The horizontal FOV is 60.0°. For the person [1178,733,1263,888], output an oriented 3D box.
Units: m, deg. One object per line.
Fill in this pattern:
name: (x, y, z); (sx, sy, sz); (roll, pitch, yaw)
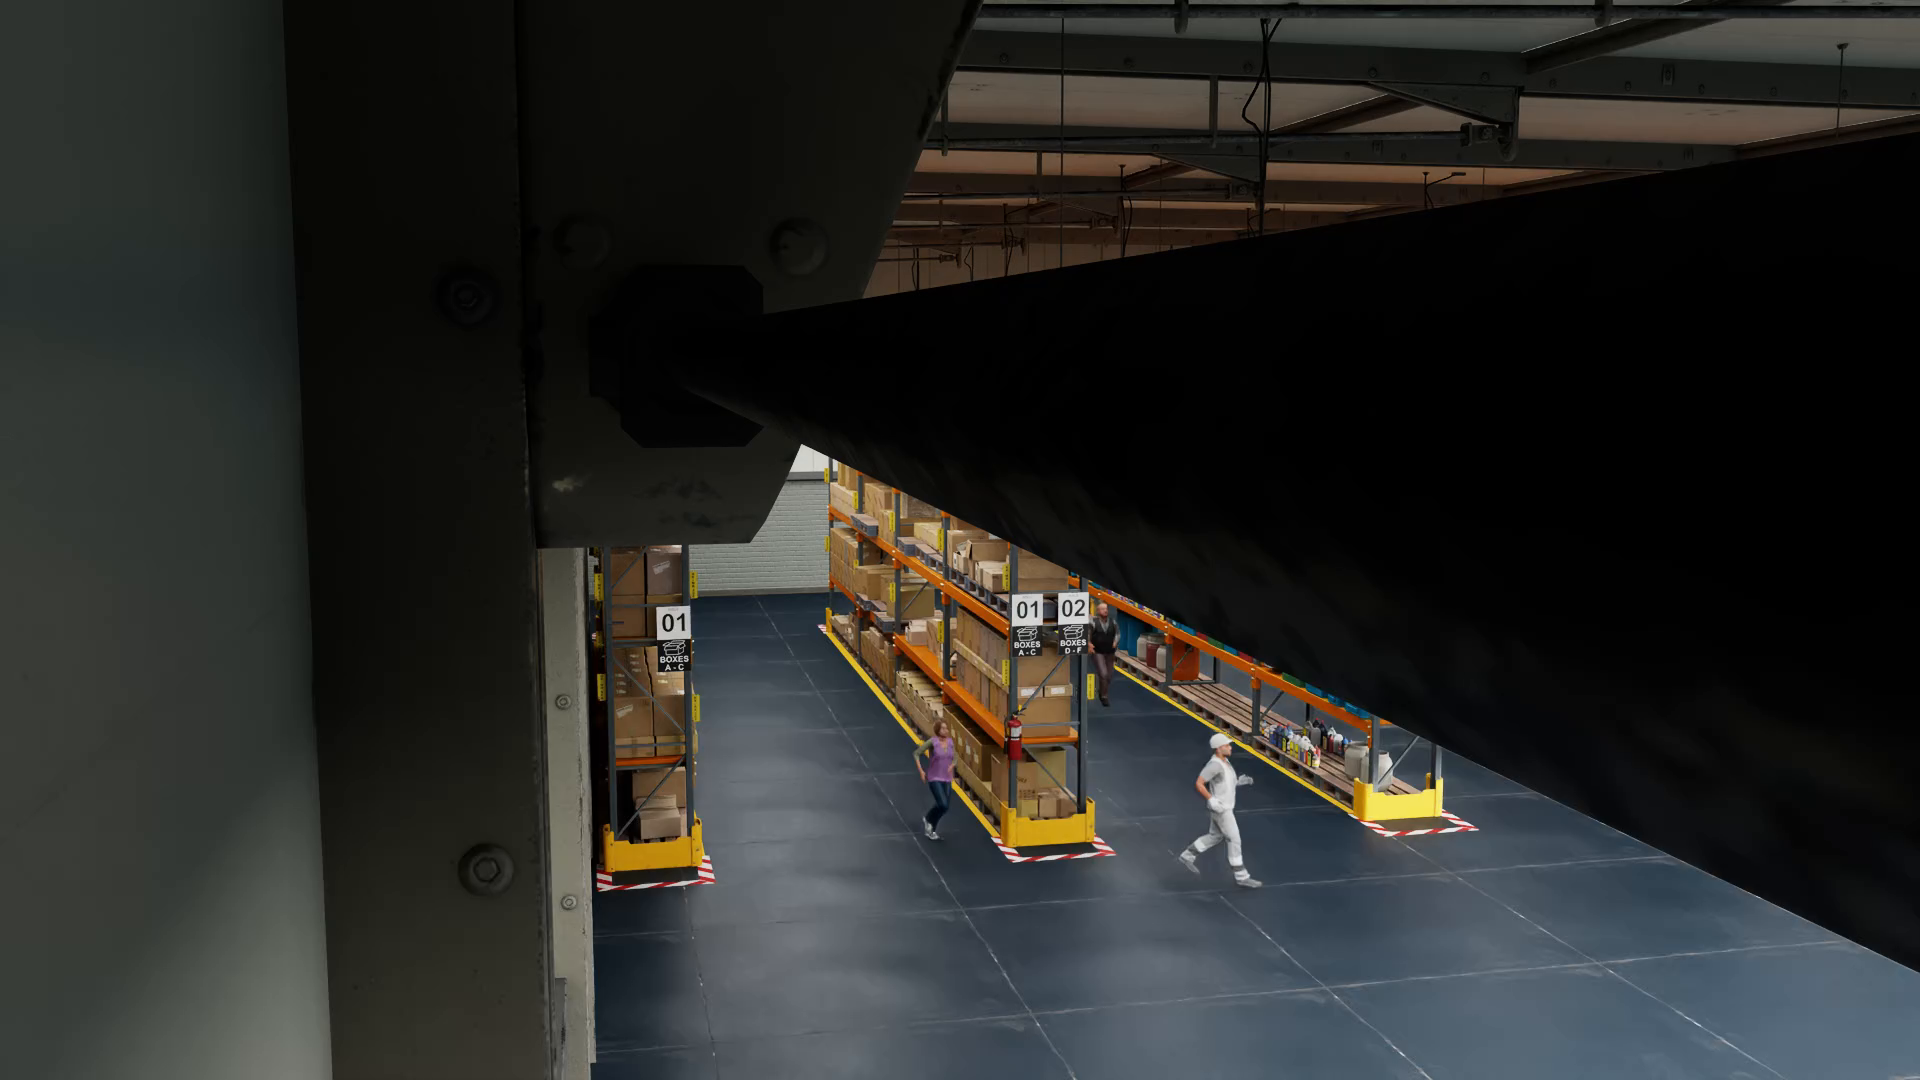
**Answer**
person: (3.037, 3.122, 19.361); (1.005, 1.769, 0.659); (2, 7, 15)

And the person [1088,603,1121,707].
person: (2.393, 1.924, 27.974); (0.668, 1.734, 0.723); (-2, 7, -13)

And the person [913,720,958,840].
person: (-0.249, 3.055, 21.129); (0.530, 1.540, 0.529); (-5, 9, -37)
